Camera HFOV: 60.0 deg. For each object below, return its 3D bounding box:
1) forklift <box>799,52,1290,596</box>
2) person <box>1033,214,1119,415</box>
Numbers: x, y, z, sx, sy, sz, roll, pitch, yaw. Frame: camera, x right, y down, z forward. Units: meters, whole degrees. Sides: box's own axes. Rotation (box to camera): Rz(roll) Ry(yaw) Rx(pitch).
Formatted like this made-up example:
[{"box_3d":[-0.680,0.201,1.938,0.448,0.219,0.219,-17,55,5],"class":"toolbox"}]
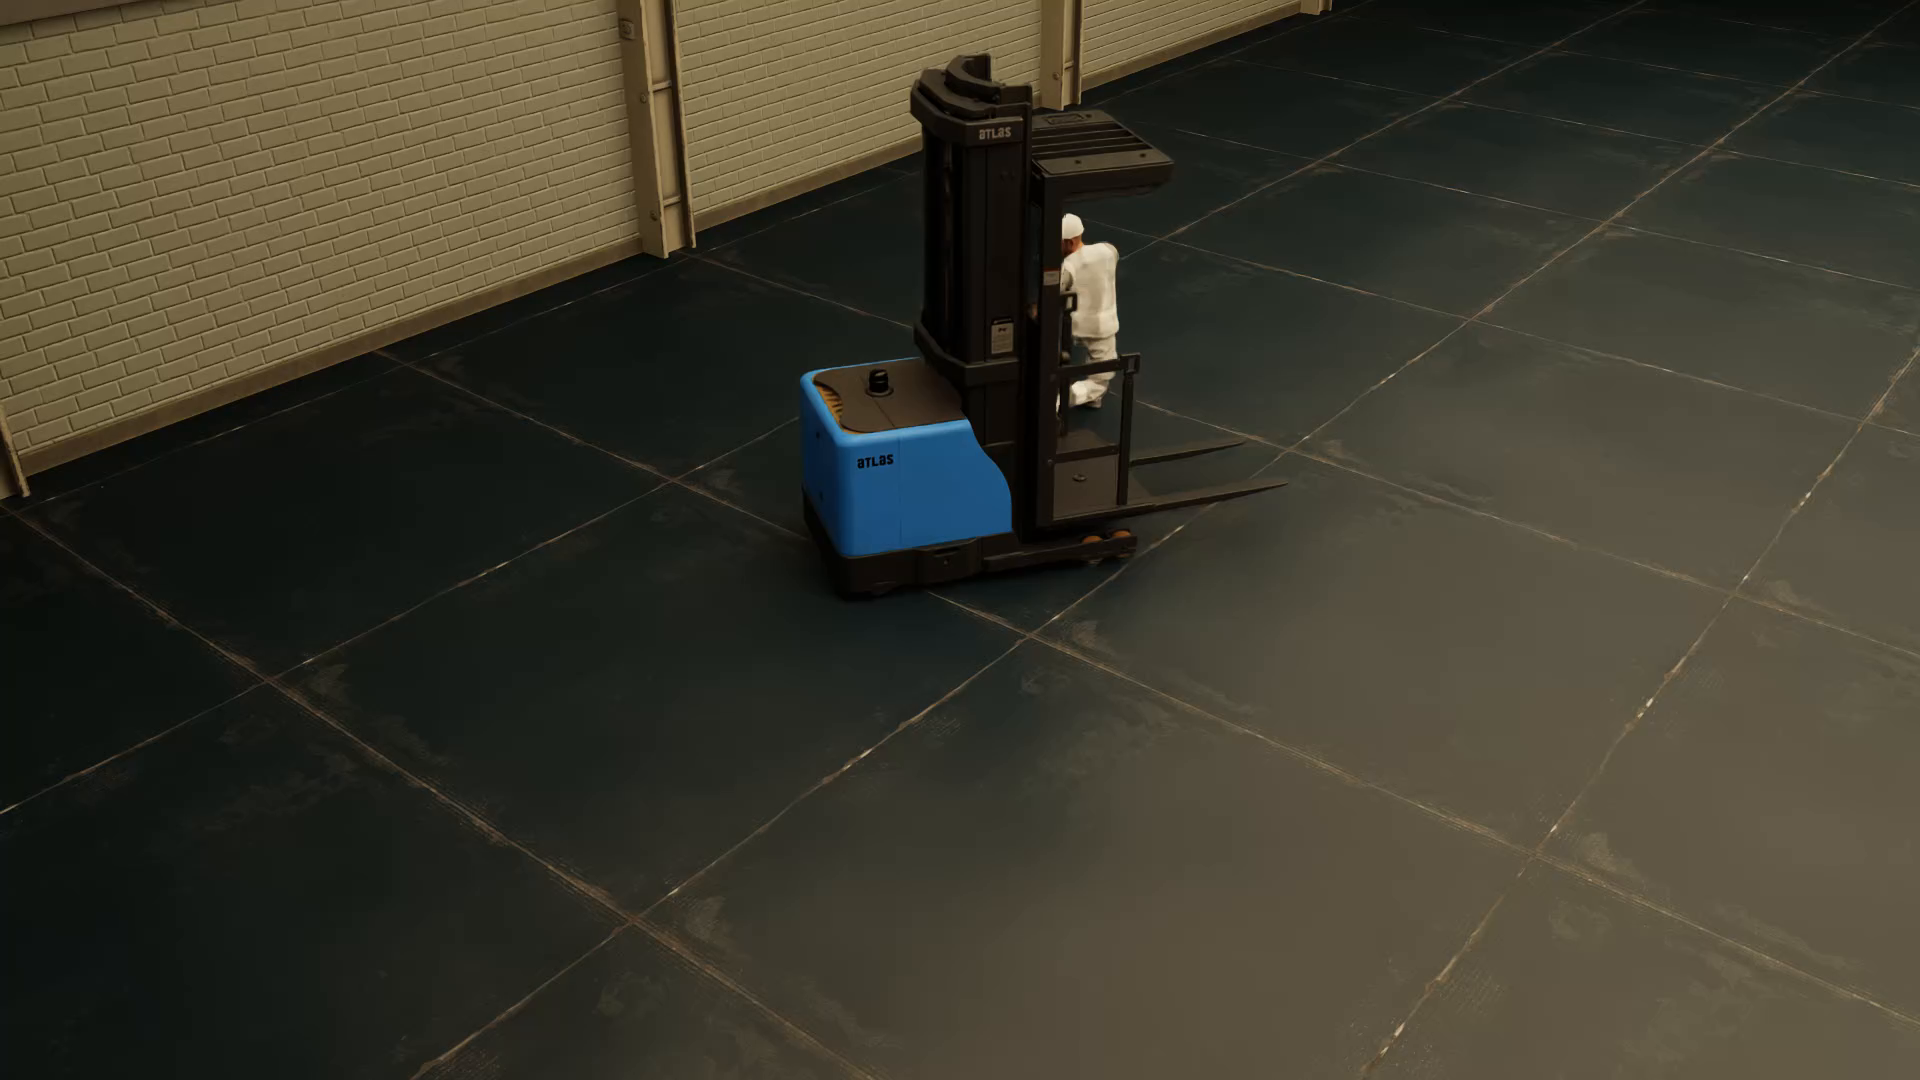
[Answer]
[{"box_3d":[0.581,-1.367,9.934,3.031,2.935,1.130,-9,32,-16],"class":"forklift"},{"box_3d":[0.775,-1.532,11.669,0.685,1.542,0.952,10,32,17],"class":"person"}]
